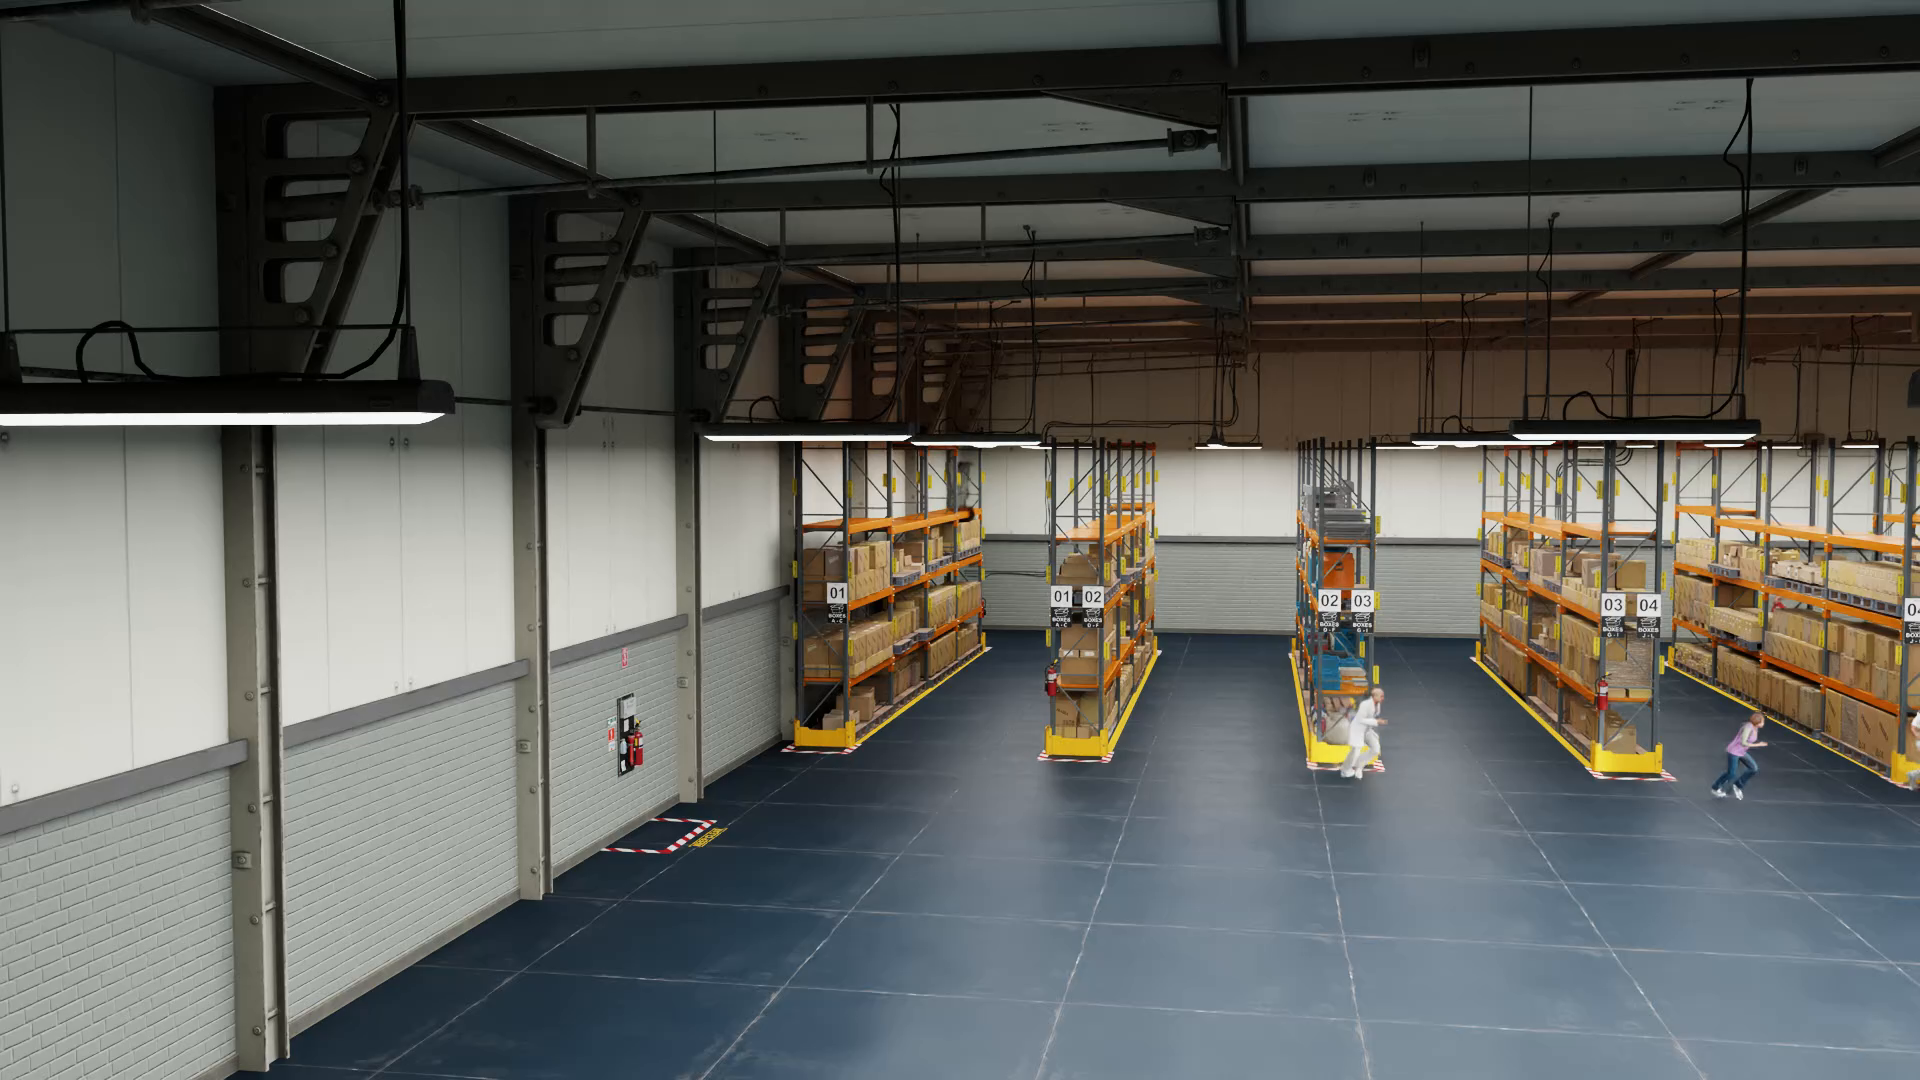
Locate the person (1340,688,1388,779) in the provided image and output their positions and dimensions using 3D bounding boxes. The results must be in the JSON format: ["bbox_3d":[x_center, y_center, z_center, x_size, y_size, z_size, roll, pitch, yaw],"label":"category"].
[{"bbox_3d":[7.082,3.358,28.989,0.738,1.613,0.983,-3,4,-43],"label":"person"}]

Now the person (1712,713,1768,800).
[{"bbox_3d":[12.829,3.540,27.320,0.576,1.464,0.890,-3,4,-44],"label":"person"}]

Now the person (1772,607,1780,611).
[{"bbox_3d":[20.737,2.600,42.208,0.681,1.820,0.798,0,3,7],"label":"person"}]

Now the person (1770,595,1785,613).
[{"bbox_3d":[22.921,2.412,46.703,0.683,1.741,0.633,0,3,-8],"label":"person"}]

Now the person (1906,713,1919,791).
[{"bbox_3d":[16.057,3.401,27.499,0.662,1.738,0.614,-2,4,-33],"label":"person"}]
